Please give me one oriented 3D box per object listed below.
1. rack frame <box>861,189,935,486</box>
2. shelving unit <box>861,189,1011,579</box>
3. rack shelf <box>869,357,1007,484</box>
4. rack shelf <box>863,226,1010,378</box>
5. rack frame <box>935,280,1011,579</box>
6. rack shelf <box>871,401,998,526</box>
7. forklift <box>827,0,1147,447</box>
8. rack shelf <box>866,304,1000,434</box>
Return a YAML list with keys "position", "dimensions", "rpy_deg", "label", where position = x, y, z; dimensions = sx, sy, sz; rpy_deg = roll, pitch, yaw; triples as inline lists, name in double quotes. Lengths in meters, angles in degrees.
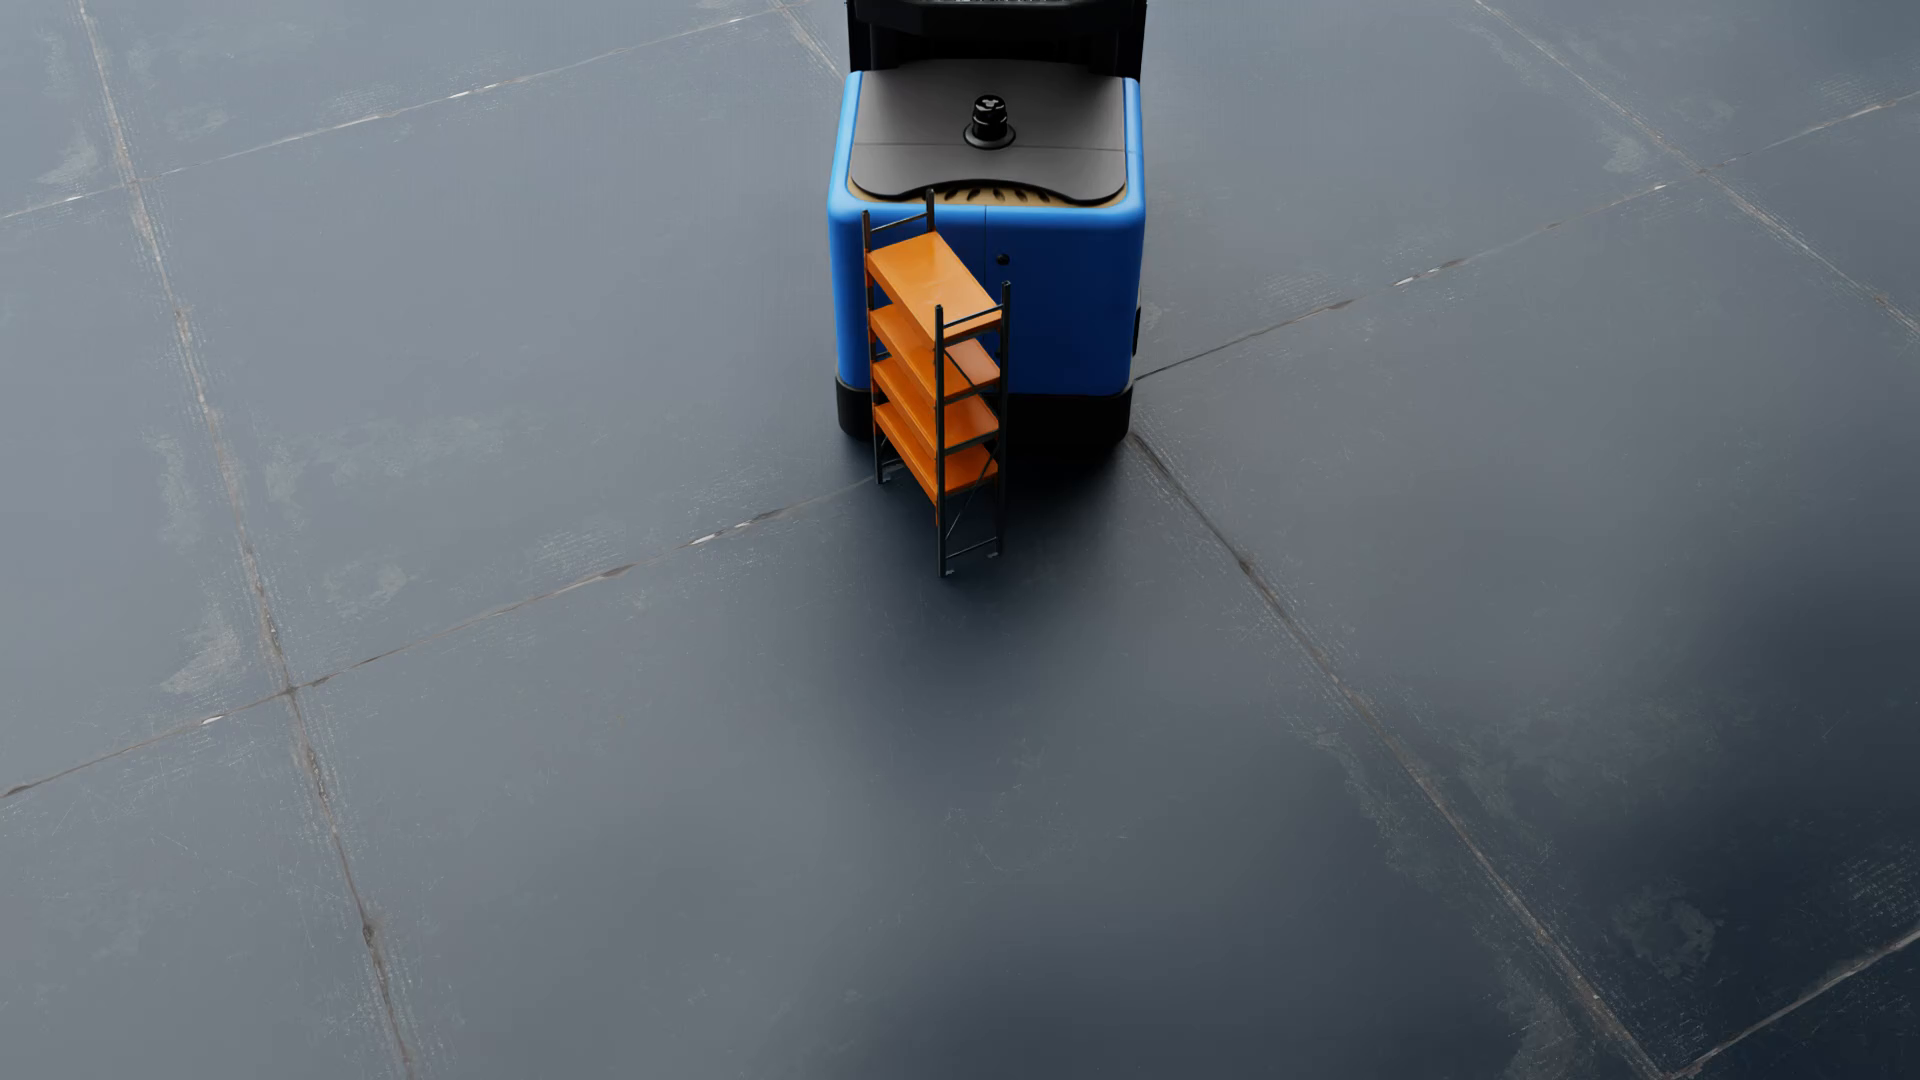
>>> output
- position: [-0.189, -0.635, 5.508]
  dimensions: [0.240, 1.200, 0.015]
  rpy_deg: [-22, 52, -18]
  label: "rack frame"
- position: [-0.076, -0.473, 5.366]
  dimensions: [0.258, 1.200, 0.503]
  rpy_deg: [-22, 52, -18]
  label: "shelving unit"
- position: [-0.076, -0.428, 5.417]
  dimensions: [0.258, 0.148, 0.480]
  rpy_deg: [-22, 52, -18]
  label: "rack shelf"
- position: [-0.076, -0.731, 5.070]
  dimensions: [0.258, 0.148, 0.480]
  rpy_deg: [-22, 52, -18]
  label: "rack shelf"
- position: [0.037, -0.310, 5.224]
  dimensions: [0.240, 1.200, 0.015]
  rpy_deg: [-22, 52, -18]
  label: "rack frame"
- position: [-0.076, -0.298, 5.566]
  dimensions: [0.258, 0.148, 0.480]
  rpy_deg: [-22, 52, -18]
  label: "rack shelf"
- position: [0.143, -2.402, 5.903]
  dimensions: [1.130, 2.935, 3.031]
  rpy_deg: [2, 49, 2]
  label: "forklift"
- position: [-0.076, -0.576, 5.248]
  dimensions: [0.258, 0.148, 0.480]
  rpy_deg: [-22, 52, -18]
  label: "rack shelf"
